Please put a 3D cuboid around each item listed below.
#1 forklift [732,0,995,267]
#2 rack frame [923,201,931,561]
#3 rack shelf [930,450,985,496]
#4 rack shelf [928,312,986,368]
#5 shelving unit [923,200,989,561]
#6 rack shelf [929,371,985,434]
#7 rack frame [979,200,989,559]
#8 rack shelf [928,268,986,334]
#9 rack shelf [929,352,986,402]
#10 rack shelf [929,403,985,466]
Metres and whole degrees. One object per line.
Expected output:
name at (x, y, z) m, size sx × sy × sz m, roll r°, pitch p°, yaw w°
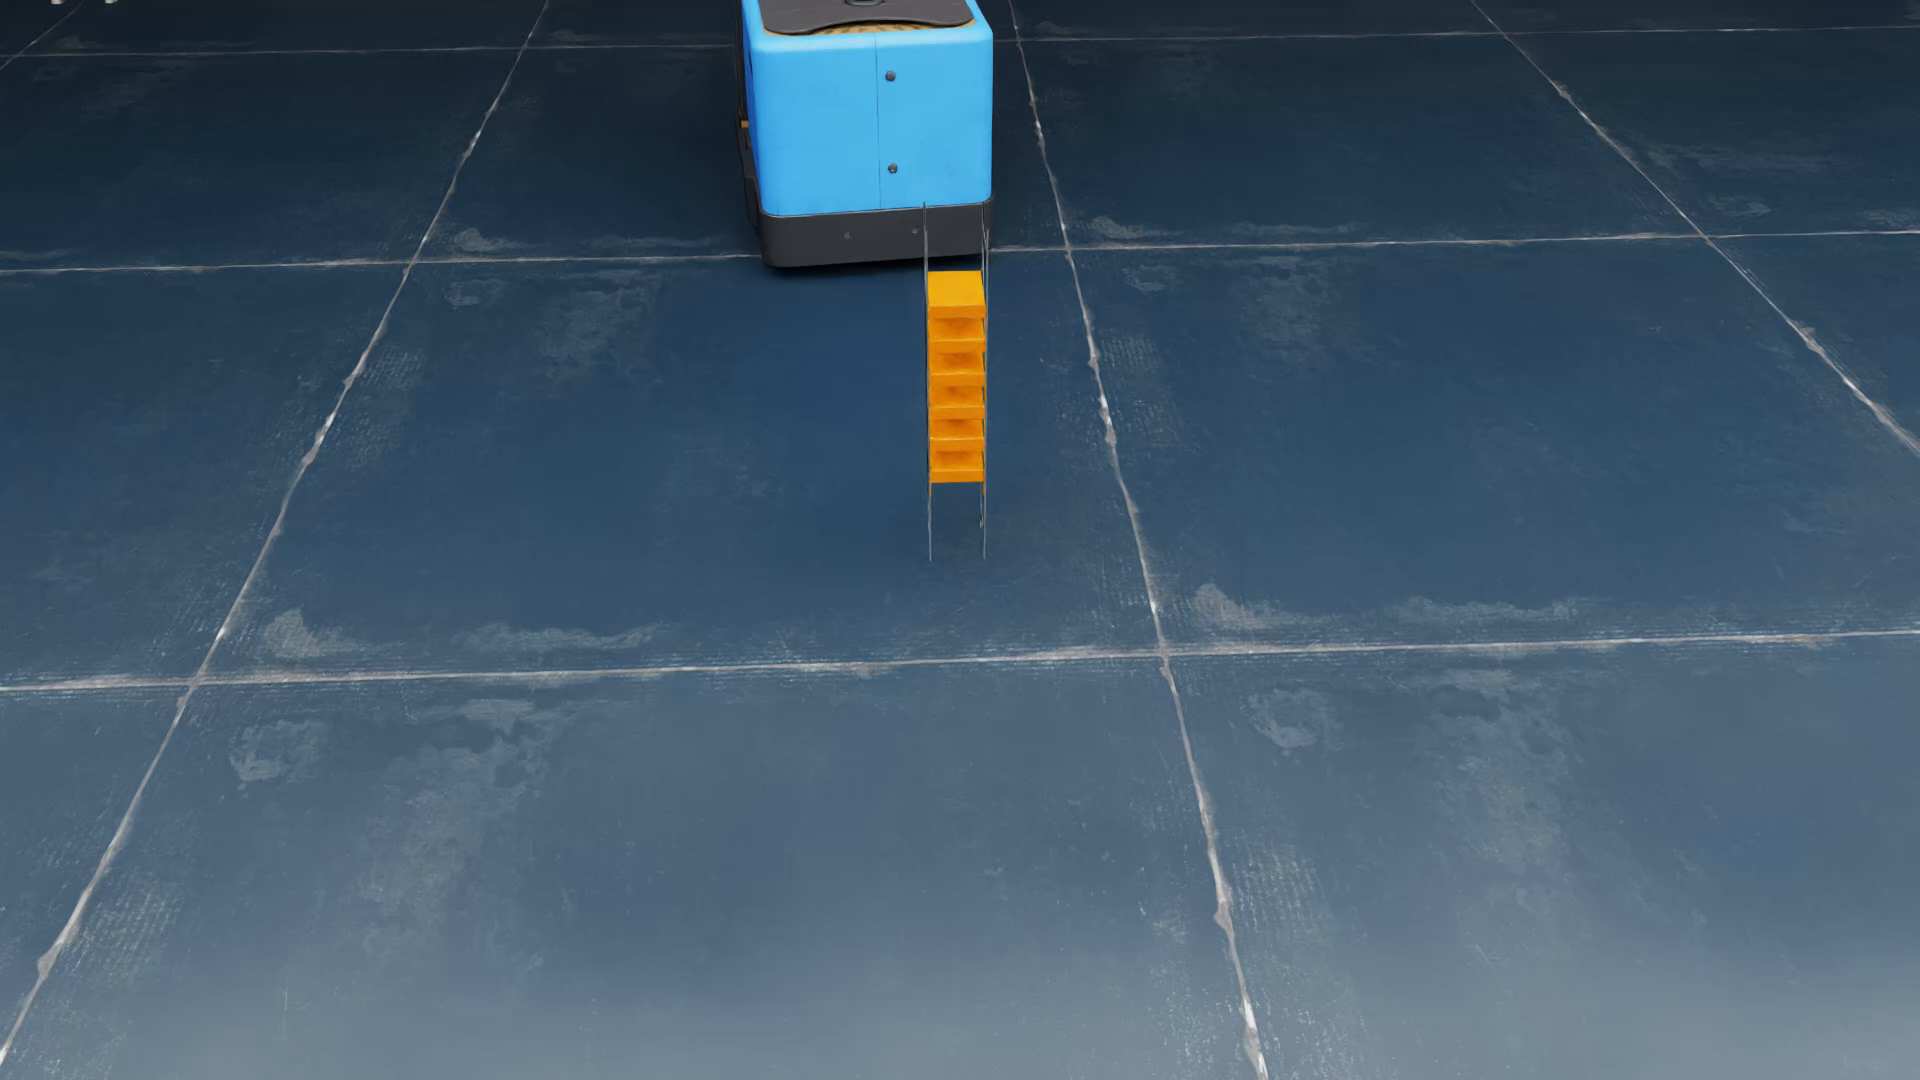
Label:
forklift at (-0.594, -3.243, 7.861) m, size 1.130 × 2.935 × 3.031 m, roll -5°, pitch 35°, yaw -8°
rack frame at (-0.106, -0.491, 5.404) m, size 0.006 × 1.200 × 0.240 m, roll -2°, pitch 35°, yaw -2°
rack shelf at (-0.014, -0.259, 5.570) m, size 0.180 × 0.103 × 0.258 m, roll -2°, pitch 35°, yaw -2°
rack shelf at (-0.014, -0.654, 5.297) m, size 0.180 × 0.103 × 0.258 m, roll -2°, pitch 35°, yaw -2°
shelving unit at (-0.014, -0.493, 5.408) m, size 0.189 × 1.200 × 0.258 m, roll -2°, pitch 35°, yaw -2°
rack shelf at (-0.014, -0.456, 5.433) m, size 0.180 × 0.103 × 0.258 m, roll -2°, pitch 35°, yaw -2°
rack frame at (0.077, -0.495, 5.412) m, size 0.006 × 1.200 × 0.240 m, roll -2°, pitch 35°, yaw -2°
rack shelf at (-0.014, -0.752, 5.228) m, size 0.180 × 0.103 × 0.258 m, roll -2°, pitch 35°, yaw -2°
rack shelf at (-0.014, -0.555, 5.365) m, size 0.180 × 0.103 × 0.258 m, roll -2°, pitch 35°, yaw -2°
rack shelf at (-0.014, -0.358, 5.502) m, size 0.180 × 0.103 × 0.258 m, roll -2°, pitch 35°, yaw -2°
